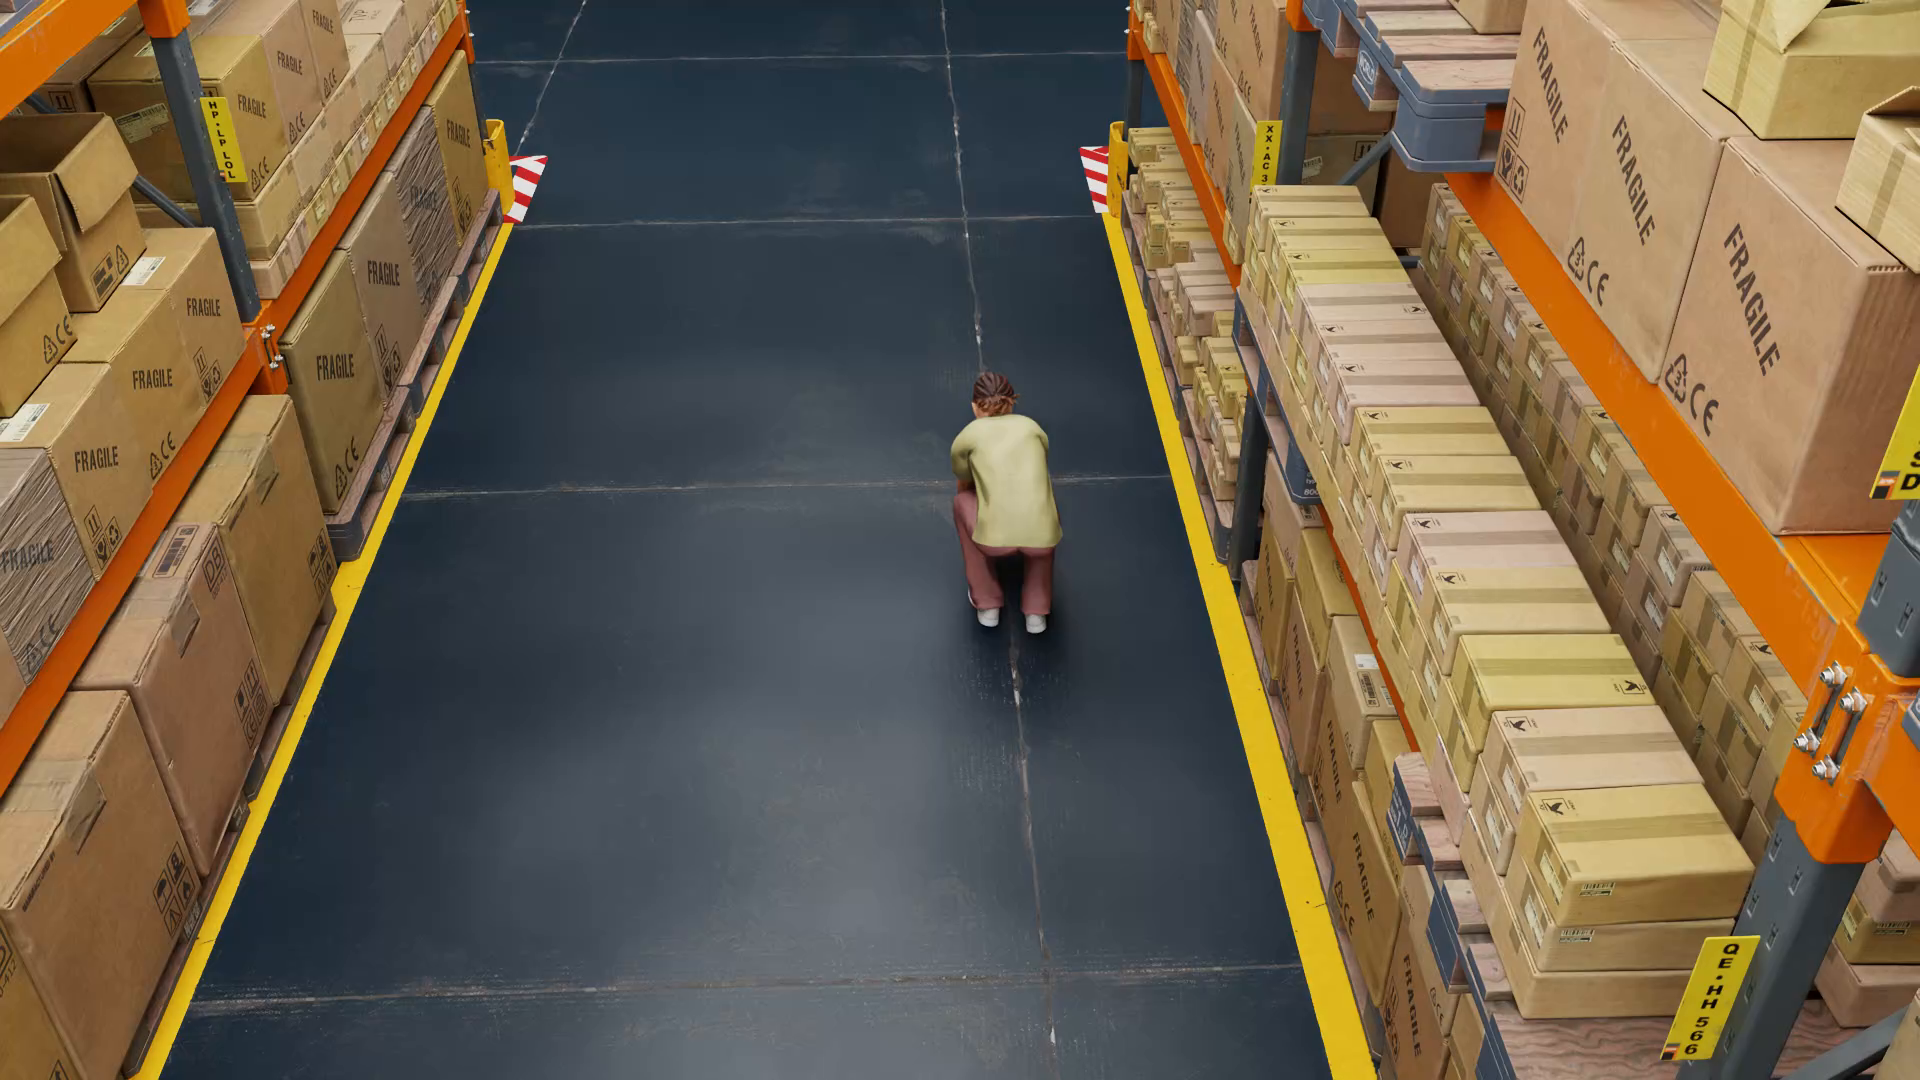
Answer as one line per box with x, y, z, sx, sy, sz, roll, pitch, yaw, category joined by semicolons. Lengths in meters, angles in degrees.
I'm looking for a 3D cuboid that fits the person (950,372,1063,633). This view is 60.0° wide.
0.197;-0.133;6.983;0.458;0.930;0.823;-2;35;-3;person
